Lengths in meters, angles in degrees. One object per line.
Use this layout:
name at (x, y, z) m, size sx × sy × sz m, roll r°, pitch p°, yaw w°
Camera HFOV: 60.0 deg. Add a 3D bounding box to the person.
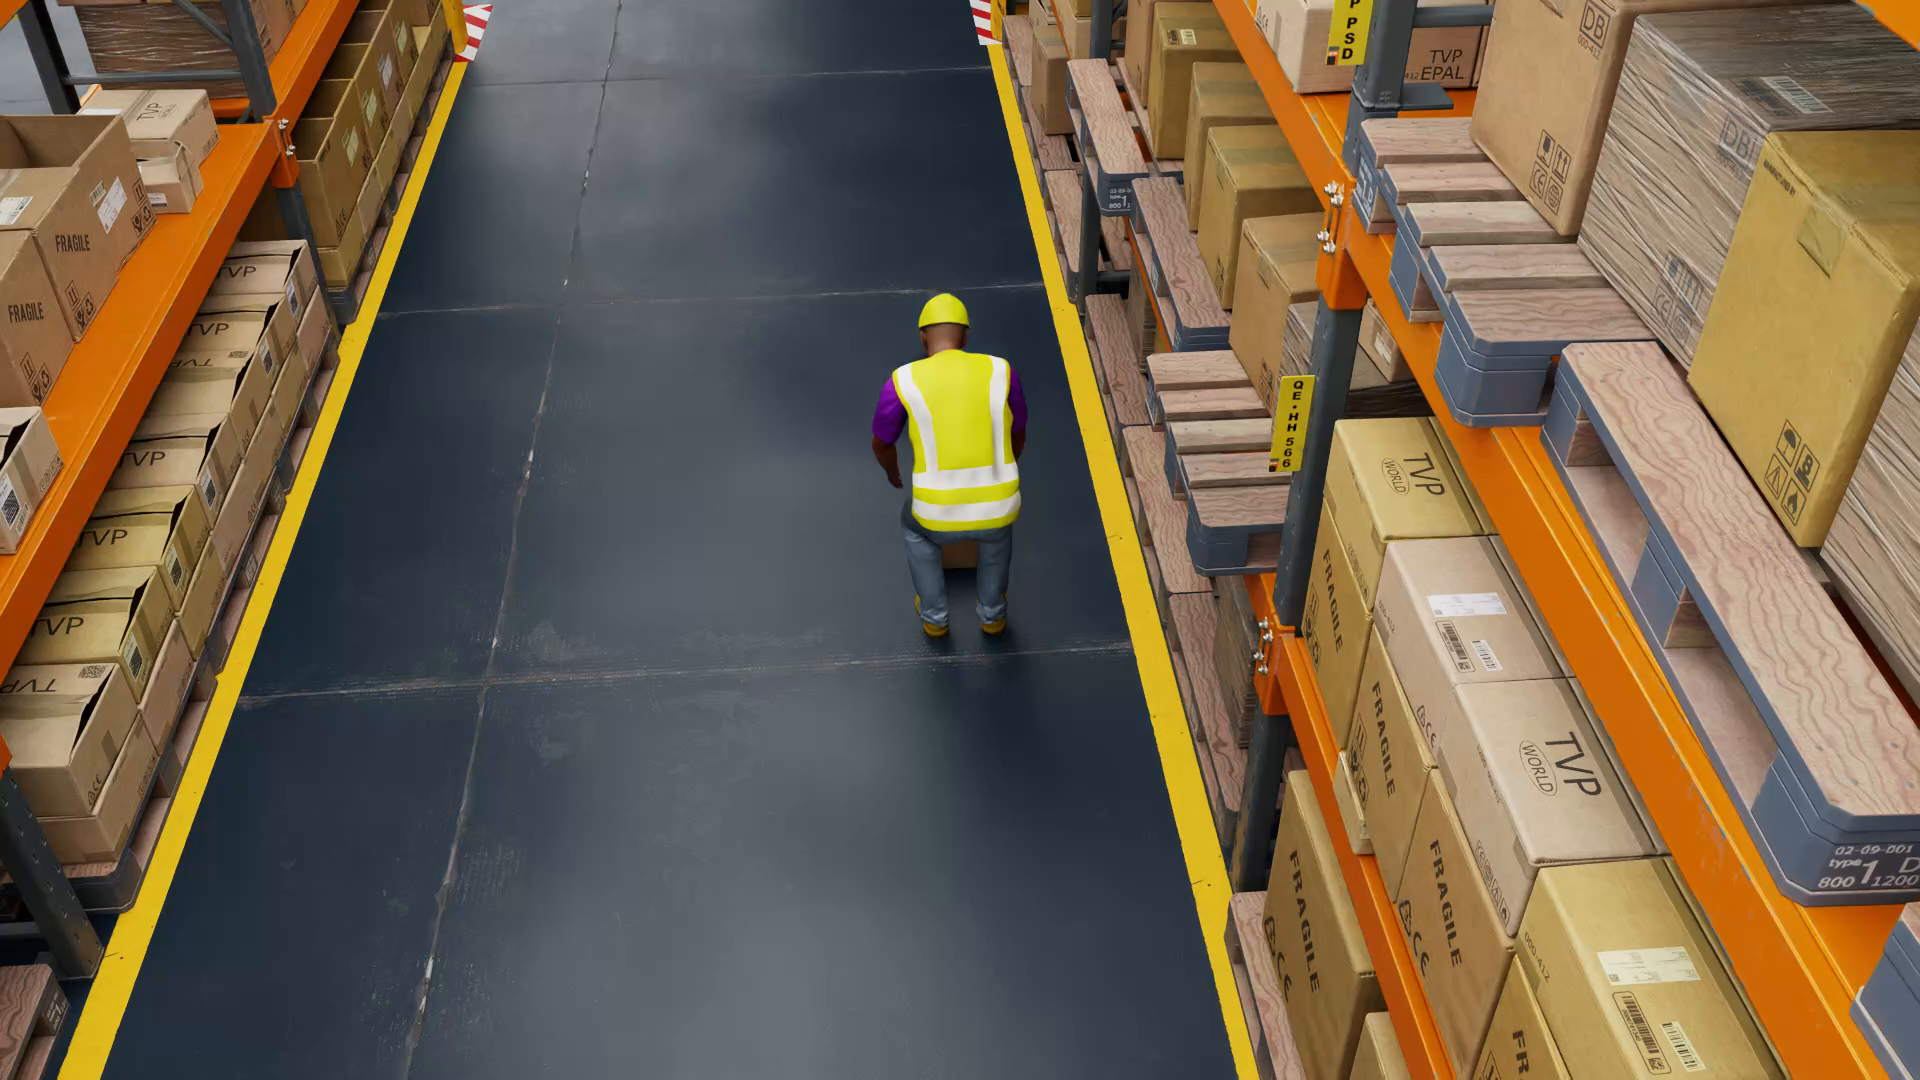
person at (-0.026, -0.089, 6.960) m, size 0.541 × 0.892 × 0.895 m, roll -3°, pitch 39°, yaw -4°
